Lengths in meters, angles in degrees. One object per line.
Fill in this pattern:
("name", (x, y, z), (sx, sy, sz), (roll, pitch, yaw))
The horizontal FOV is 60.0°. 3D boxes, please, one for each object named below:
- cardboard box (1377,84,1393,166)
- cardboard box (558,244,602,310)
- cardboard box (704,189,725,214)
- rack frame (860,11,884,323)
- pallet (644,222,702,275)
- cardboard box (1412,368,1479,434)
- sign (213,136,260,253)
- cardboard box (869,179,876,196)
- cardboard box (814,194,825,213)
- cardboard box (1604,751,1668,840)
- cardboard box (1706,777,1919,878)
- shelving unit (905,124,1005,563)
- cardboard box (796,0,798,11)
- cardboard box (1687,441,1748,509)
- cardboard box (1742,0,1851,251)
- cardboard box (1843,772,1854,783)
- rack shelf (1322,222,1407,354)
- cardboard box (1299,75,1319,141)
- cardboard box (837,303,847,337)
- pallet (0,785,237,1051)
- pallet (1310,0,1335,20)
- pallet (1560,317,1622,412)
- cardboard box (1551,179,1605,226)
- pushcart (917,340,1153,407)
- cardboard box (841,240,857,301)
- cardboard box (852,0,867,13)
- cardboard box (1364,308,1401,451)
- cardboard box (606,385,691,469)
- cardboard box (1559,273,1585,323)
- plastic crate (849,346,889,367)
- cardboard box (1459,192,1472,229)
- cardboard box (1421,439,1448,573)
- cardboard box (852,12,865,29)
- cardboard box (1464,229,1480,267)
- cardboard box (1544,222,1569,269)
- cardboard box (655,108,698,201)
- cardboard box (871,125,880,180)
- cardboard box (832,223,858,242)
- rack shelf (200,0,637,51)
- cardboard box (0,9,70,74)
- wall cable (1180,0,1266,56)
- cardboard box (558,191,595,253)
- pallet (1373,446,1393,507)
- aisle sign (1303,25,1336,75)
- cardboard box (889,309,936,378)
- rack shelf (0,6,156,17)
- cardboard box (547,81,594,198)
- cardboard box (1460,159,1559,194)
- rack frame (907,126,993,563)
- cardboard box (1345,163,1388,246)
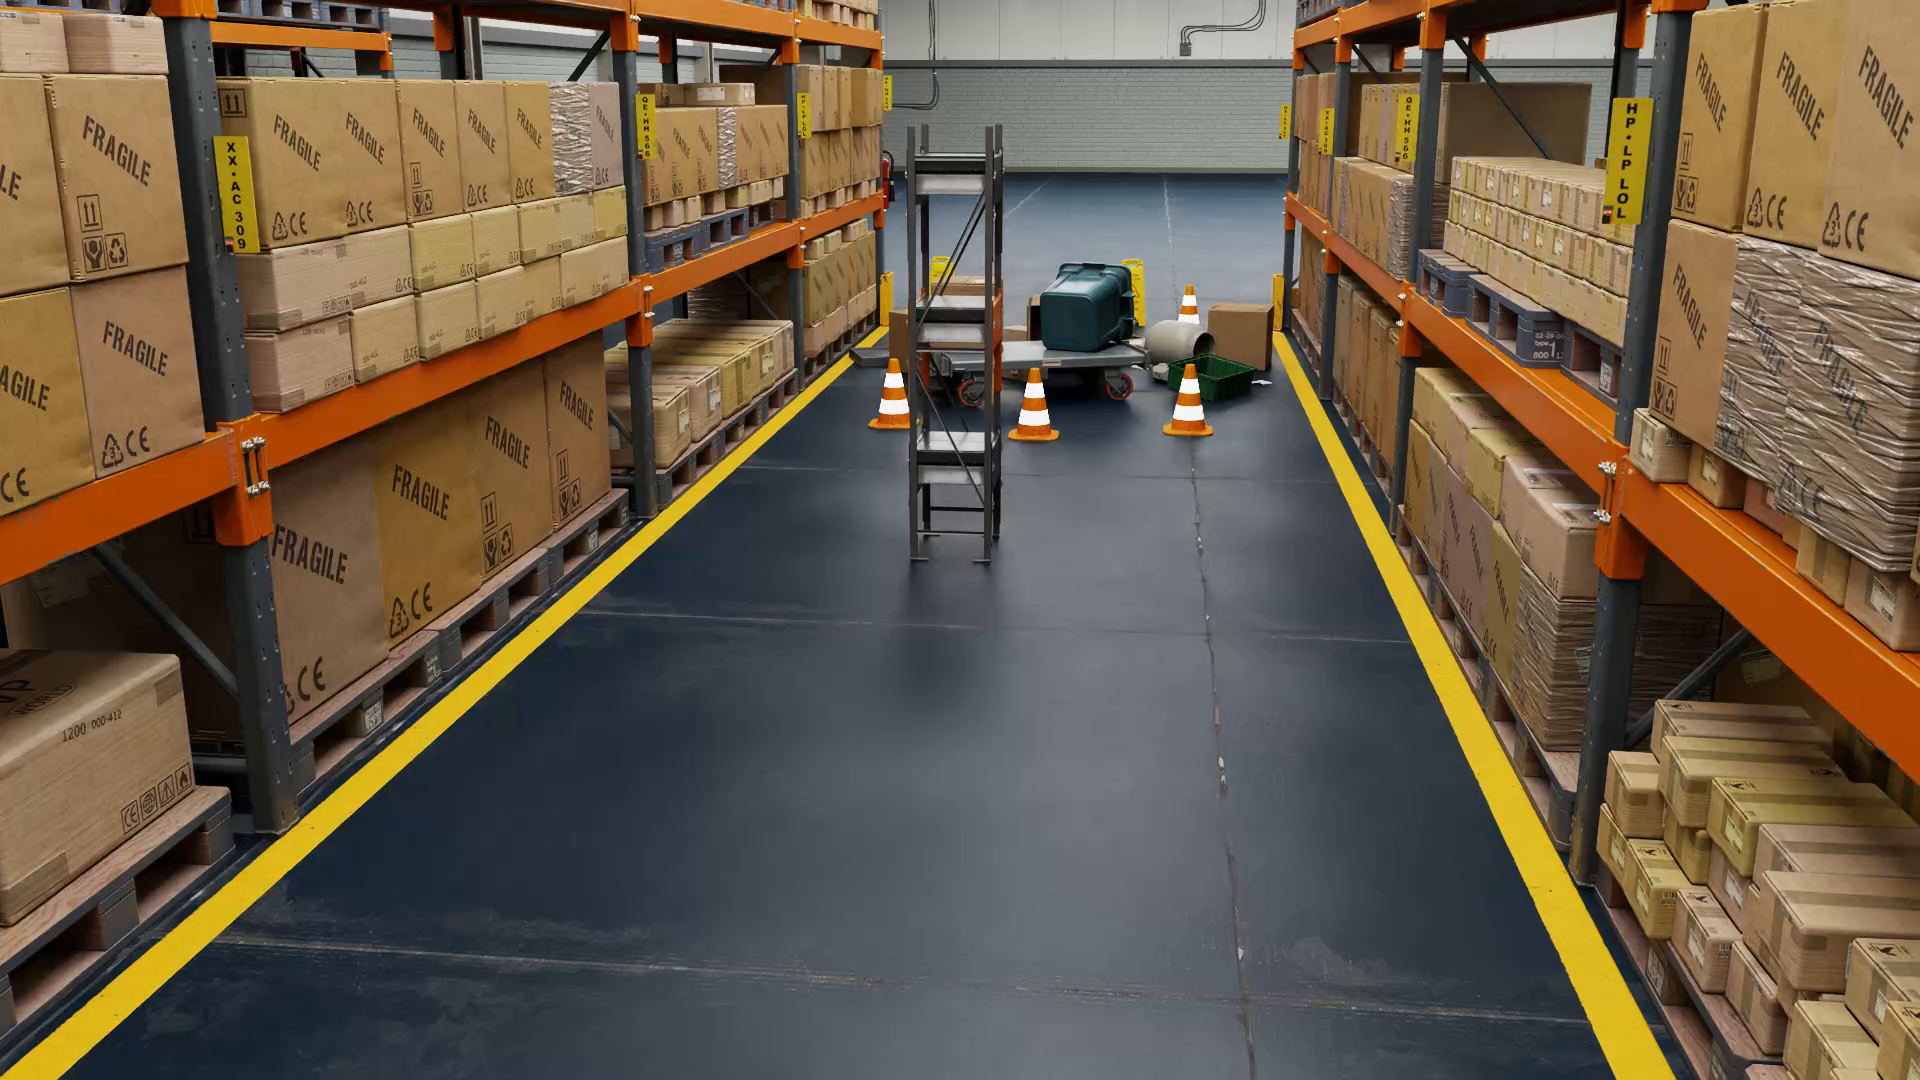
("cardboard box", (3.053, -2.637, 10.561), (0.700, 0.500, 0.500), (2, 15, 7))
("cardboard box", (-2.006, -1.238, 7.780), (0.500, 0.250, 0.500), (2, 15, 7))
("cardboard box", (-1.713, -2.160, 10.580), (0.380, 0.149, 0.250), (2, 15, 8))
("rack frame", (-1.262, -3.657, 16.439), (1.000, 3.000, 0.127), (2, 15, 6))
("pallet", (-2.190, -1.677, 9.486), (1.213, 0.211, 1.003), (2, 15, 6))
("cardboard box", (2.447, -0.649, 7.862), (0.500, 0.250, 0.500), (1, 15, 4))
("sign", (-2.064, -0.985, 4.746), (0.100, 0.325, 0.005), (2, 15, 6))
("cardboard box", (-1.010, -3.363, 15.834), (0.380, 0.149, 0.250), (2, 15, 6))
("cardboard box", (-1.320, -2.770, 13.642), (0.380, 0.149, 0.250), (2, 15, 8))
("cardboard box", (1.955, 0.690, 4.452), (0.380, 0.149, 0.250), (2, 15, 9))
("cardboard box", (2.000, 0.681, 3.913), (0.380, 0.149, 0.250), (1, 15, 5))
("shelving unit", (-0.019, -0.971, 8.229), (0.431, 2.100, 0.503), (2, 15, 6))
("cardboard box", (-1.431, -4.020, 12.518), (0.380, 0.149, 0.250), (1, 15, 5))
("cardboard box", (2.002, -0.170, 4.027), (0.380, 0.149, 0.250), (2, 15, 8))
("cardboard box", (1.978, -0.855, 3.399), (0.500, 0.500, 0.500), (1, 15, 5))
("cardboard box", (2.594, 0.696, 4.428), (0.380, 0.149, 0.250), (2, 15, 7))
("rack shelf", (2.991, -1.634, 10.335), (1.077, 0.370, 4.000), (2, 15, 6))
("cardboard box", (3.419, -3.749, 14.424), (0.875, 0.550, 0.550), (2, 15, 6))
("cardboard box", (-1.272, -1.916, 14.465), (0.500, 0.250, 0.500), (1, 15, 6))
("pallet", (-2.779, 0.997, 4.572), (1.003, 0.211, 1.213), (2, 15, 6))
("pallet", (3.460, -4.432, 13.730), (1.003, 0.211, 1.213), (2, 15, 6))
("pallet", (2.545, -0.526, 5.229), (1.003, 0.211, 1.213), (2, 15, 6))
("cardboard box", (2.286, -1.172, 5.786), (0.380, 0.149, 0.250), (1, 15, 4))
("pushcart", (0.558, -1.299, 12.744), (1.648, 0.377, 0.936), (-4, 16, -13))
("cardboard box", (-1.213, -2.412, 14.864), (0.500, 0.500, 0.500), (1, 15, 5))
("cardboard box", (-1.123, -4.905, 15.027), (0.500, 0.250, 0.500), (1, 15, 5))
("cardboard box", (3.019, -0.961, 9.975), (1.050, 0.750, 0.750), (2, 15, 7))
("cardboard box", (-2.091, -0.662, 9.594), (0.950, 0.372, 0.625), (1, 15, 2))
("cardboard box", (2.249, -0.812, 5.595), (0.380, 0.149, 0.250), (1, 15, 3))
("plastic crate", (-0.721, -1.593, 14.400), (0.402, 0.080, 0.583), (-4, 16, -13))
("cardboard box", (2.483, -1.497, 7.560), (0.380, 0.149, 0.250), (2, 15, 9))
("cardboard box", (2.379, -0.152, 7.461), (0.500, 0.500, 0.500), (2, 15, 7))
("cardboard box", (-1.083, -4.749, 15.214), (0.380, 0.149, 0.250), (2, 15, 8))
("cardboard box", (2.454, -1.294, 7.378), (0.380, 0.149, 0.250), (2, 15, 9))
("cardboard box", (2.279, -1.030, 5.831), (0.380, 0.149, 0.250), (1, 15, 3))
("cardboard box", (-1.832, -2.222, 9.566), (0.500, 0.500, 0.500), (2, 15, 9))
("cardboard box", (-1.049, -3.700, 15.836), (0.500, 0.500, 0.500), (1, 15, 5))
("cardboard box", (-1.131, -2.761, 14.911), (0.380, 0.149, 0.250), (2, 15, 9))
("rack shelf", (-2.390, -2.164, 6.549), (1.077, 0.370, 4.000), (2, 15, 6))
("cardboard box", (-2.472, -1.234, 4.129), (0.380, 0.149, 0.250), (2, 15, 8))
("wall cable", (7.294, -16.408, 45.587), (2.305, 6.003, 0.169), (2, 15, 6))
("cardboard box", (-2.021, -1.485, 7.735), (0.500, 0.250, 0.500), (1, 15, 5))
("pallet", (2.929, -0.318, 9.435), (1.003, 0.211, 1.213), (2, 15, 6))
("aisle sign", (3.378, -4.819, 15.758), (0.394, 0.787, 0.004), (2, 15, 6))
("cardboard box", (-0.240, -1.652, 13.808), (0.500, 0.500, 0.500), (-14, 20, -42))
("rack shelf", (-6.871, -3.347, 10.923), (1.077, 0.370, 4.000), (2, 15, 6))
("cardboard box", (-2.013, -1.838, 7.604), (0.500, 0.500, 0.500), (2, 15, 7))
("cardboard box", (2.493, -1.647, 7.543), (0.380, 0.149, 0.250), (1, 15, 5))
("rack frame", (-0.046, -0.907, 7.995), (0.400, 2.100, 0.015), (2, 15, 6))
("cardboard box", (2.775, -2.159, 10.708), (0.500, 0.500, 0.500), (2, 15, 6))
